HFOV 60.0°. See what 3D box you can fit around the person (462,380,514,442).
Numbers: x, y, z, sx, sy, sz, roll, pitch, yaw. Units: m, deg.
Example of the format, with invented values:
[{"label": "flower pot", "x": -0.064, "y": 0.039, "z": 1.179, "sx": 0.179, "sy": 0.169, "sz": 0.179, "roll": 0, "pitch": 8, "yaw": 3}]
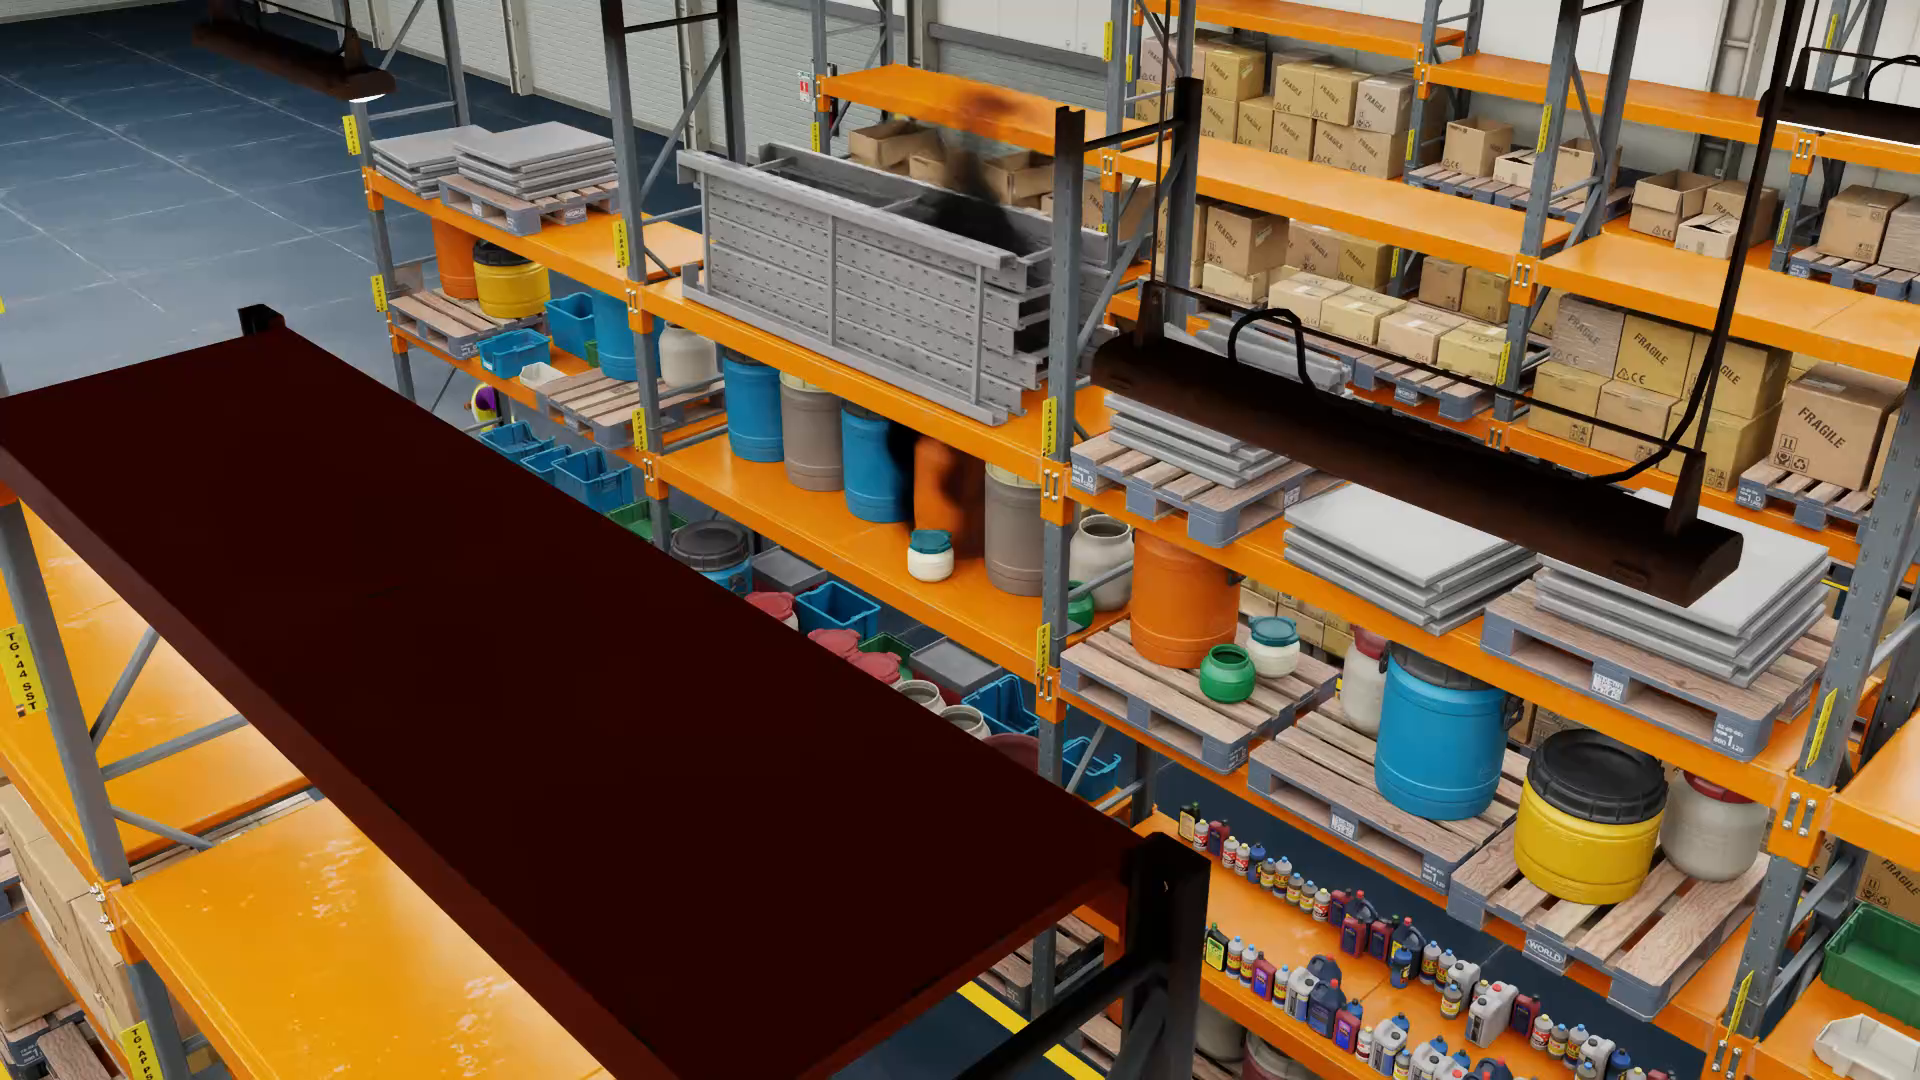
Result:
[{"label": "person", "x": -4.721, "y": -1.074, "z": 16.994, "sx": 0.829, "sy": 1.814, "sz": 0.721, "roll": 2, "pitch": 28, "yaw": 4}]
